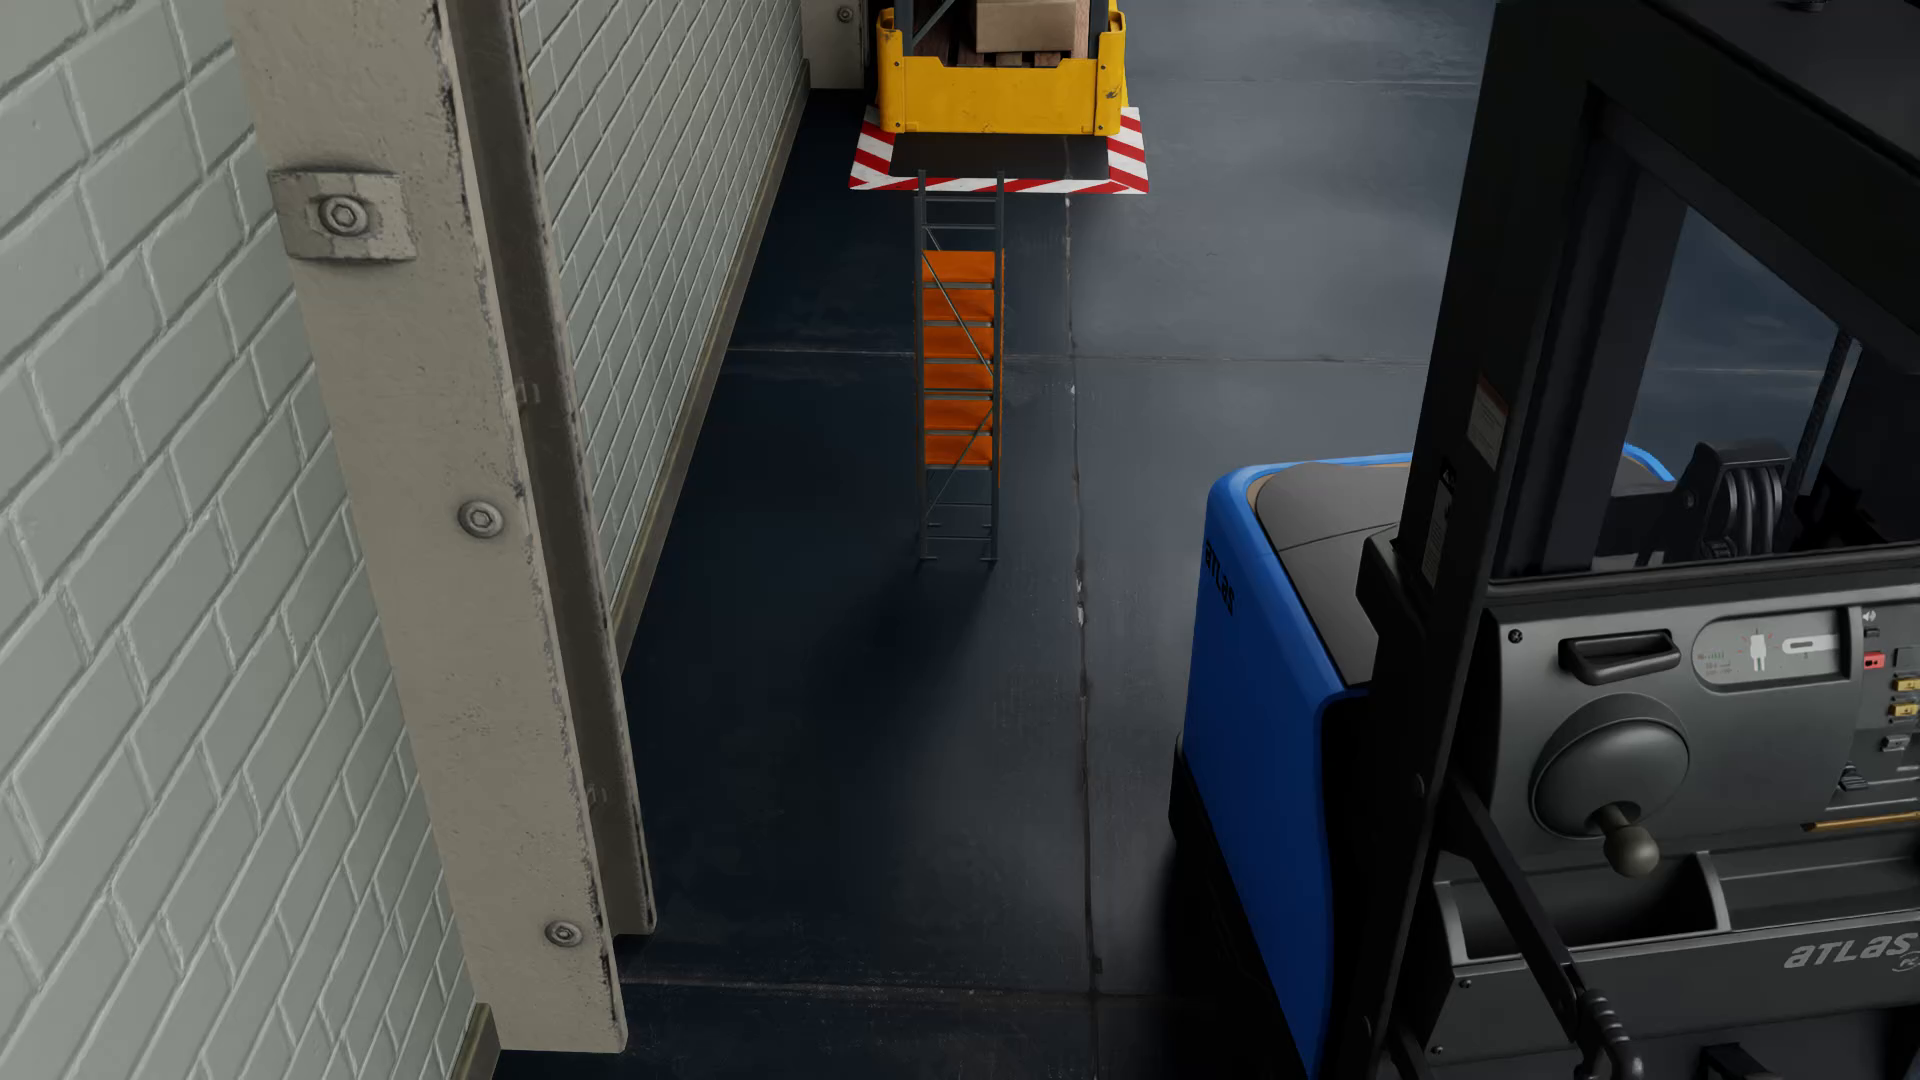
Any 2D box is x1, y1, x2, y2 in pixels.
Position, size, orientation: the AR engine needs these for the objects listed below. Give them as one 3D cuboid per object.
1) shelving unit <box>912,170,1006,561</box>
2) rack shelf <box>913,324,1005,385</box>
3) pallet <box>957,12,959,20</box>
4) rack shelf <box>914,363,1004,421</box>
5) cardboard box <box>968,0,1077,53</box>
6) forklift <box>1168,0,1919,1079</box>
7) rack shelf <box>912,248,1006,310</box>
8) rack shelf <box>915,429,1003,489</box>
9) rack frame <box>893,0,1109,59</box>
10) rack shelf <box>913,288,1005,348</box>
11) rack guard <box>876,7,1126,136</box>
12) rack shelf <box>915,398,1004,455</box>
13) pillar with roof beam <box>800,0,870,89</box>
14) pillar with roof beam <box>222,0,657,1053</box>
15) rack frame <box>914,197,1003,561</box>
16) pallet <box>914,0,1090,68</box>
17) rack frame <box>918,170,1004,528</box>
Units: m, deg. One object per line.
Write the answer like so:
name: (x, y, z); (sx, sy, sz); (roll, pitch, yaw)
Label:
shelving unit: (-0.001, -0.483, 4.893); (0.258, 1.200, 0.189); (1, 35, 2)
rack shelf: (-0.001, -0.544, 4.850); (0.258, 0.103, 0.180); (1, 35, 2)
pallet: (0.315, -3.312, 9.780); (1.003, 0.211, 1.213); (1, 35, 2)
rack shelf: (-0.001, -0.446, 4.919); (0.258, 0.103, 0.180); (1, 35, 2)
cardboard box: (0.310, -2.720, 8.467); (0.500, 0.311, 0.500); (-2, 35, -3)
forklift: (1.250, 0.318, 2.249); (1.130, 2.935, 3.031); (-5, 35, -7)
rack shelf: (-0.001, -0.741, 4.712); (0.258, 0.103, 0.180); (1, 35, 2)
rack shelf: (-0.001, -0.250, 5.057); (0.258, 0.103, 0.180); (1, 35, 2)
rack frame: (0.192, -3.245, 7.258); (1.000, 3.000, 0.127); (1, 35, 2)
rack shelf: (-0.001, -0.643, 4.781); (0.258, 0.103, 0.180); (1, 35, 2)
rack guard: (0.195, -2.266, 8.039); (1.175, 0.500, 0.348); (1, 35, 2)
rack shelf: (-0.001, -0.348, 4.988); (0.258, 0.103, 0.180); (1, 35, 2)
pillar with roof beam: (3.658, -6.022, 5.992); (9.100, 9.000, 0.400); (1, 35, 2)
pillar with roof beam: (3.417, -2.575, 1.087); (9.100, 9.000, 0.400); (1, 35, 2)
rack frame: (-0.004, -0.430, 4.818); (0.240, 1.200, 0.006); (1, 35, 2)
pallet: (0.263, -2.613, 8.785); (1.003, 0.211, 1.213); (1, 35, 2)
rack frame: (0.003, -0.535, 4.968); (0.240, 1.200, 0.006); (1, 35, 2)
